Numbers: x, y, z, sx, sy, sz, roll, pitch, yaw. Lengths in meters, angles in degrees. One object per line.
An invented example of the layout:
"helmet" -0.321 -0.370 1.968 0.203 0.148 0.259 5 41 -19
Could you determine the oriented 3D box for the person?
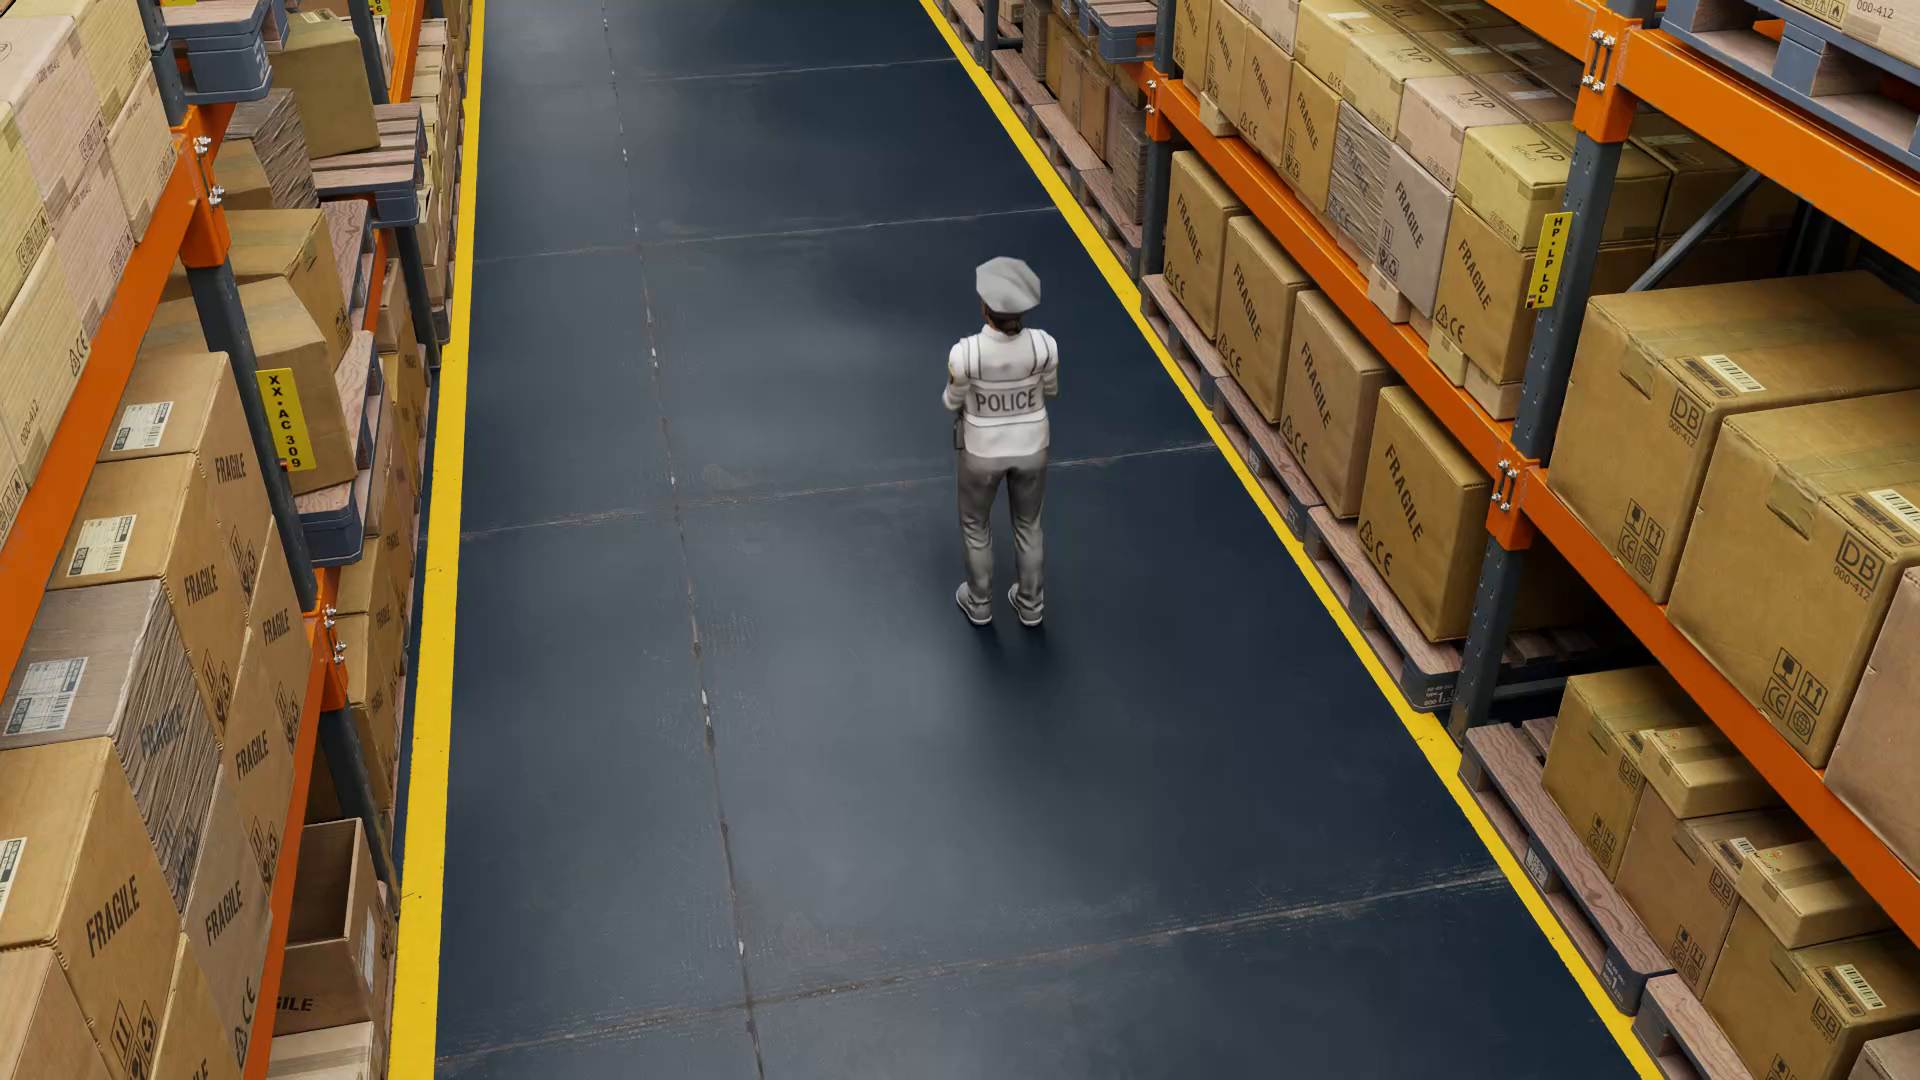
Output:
"person" 0.155 -0.399 6.701 0.459 1.686 0.563 -7 35 -10
